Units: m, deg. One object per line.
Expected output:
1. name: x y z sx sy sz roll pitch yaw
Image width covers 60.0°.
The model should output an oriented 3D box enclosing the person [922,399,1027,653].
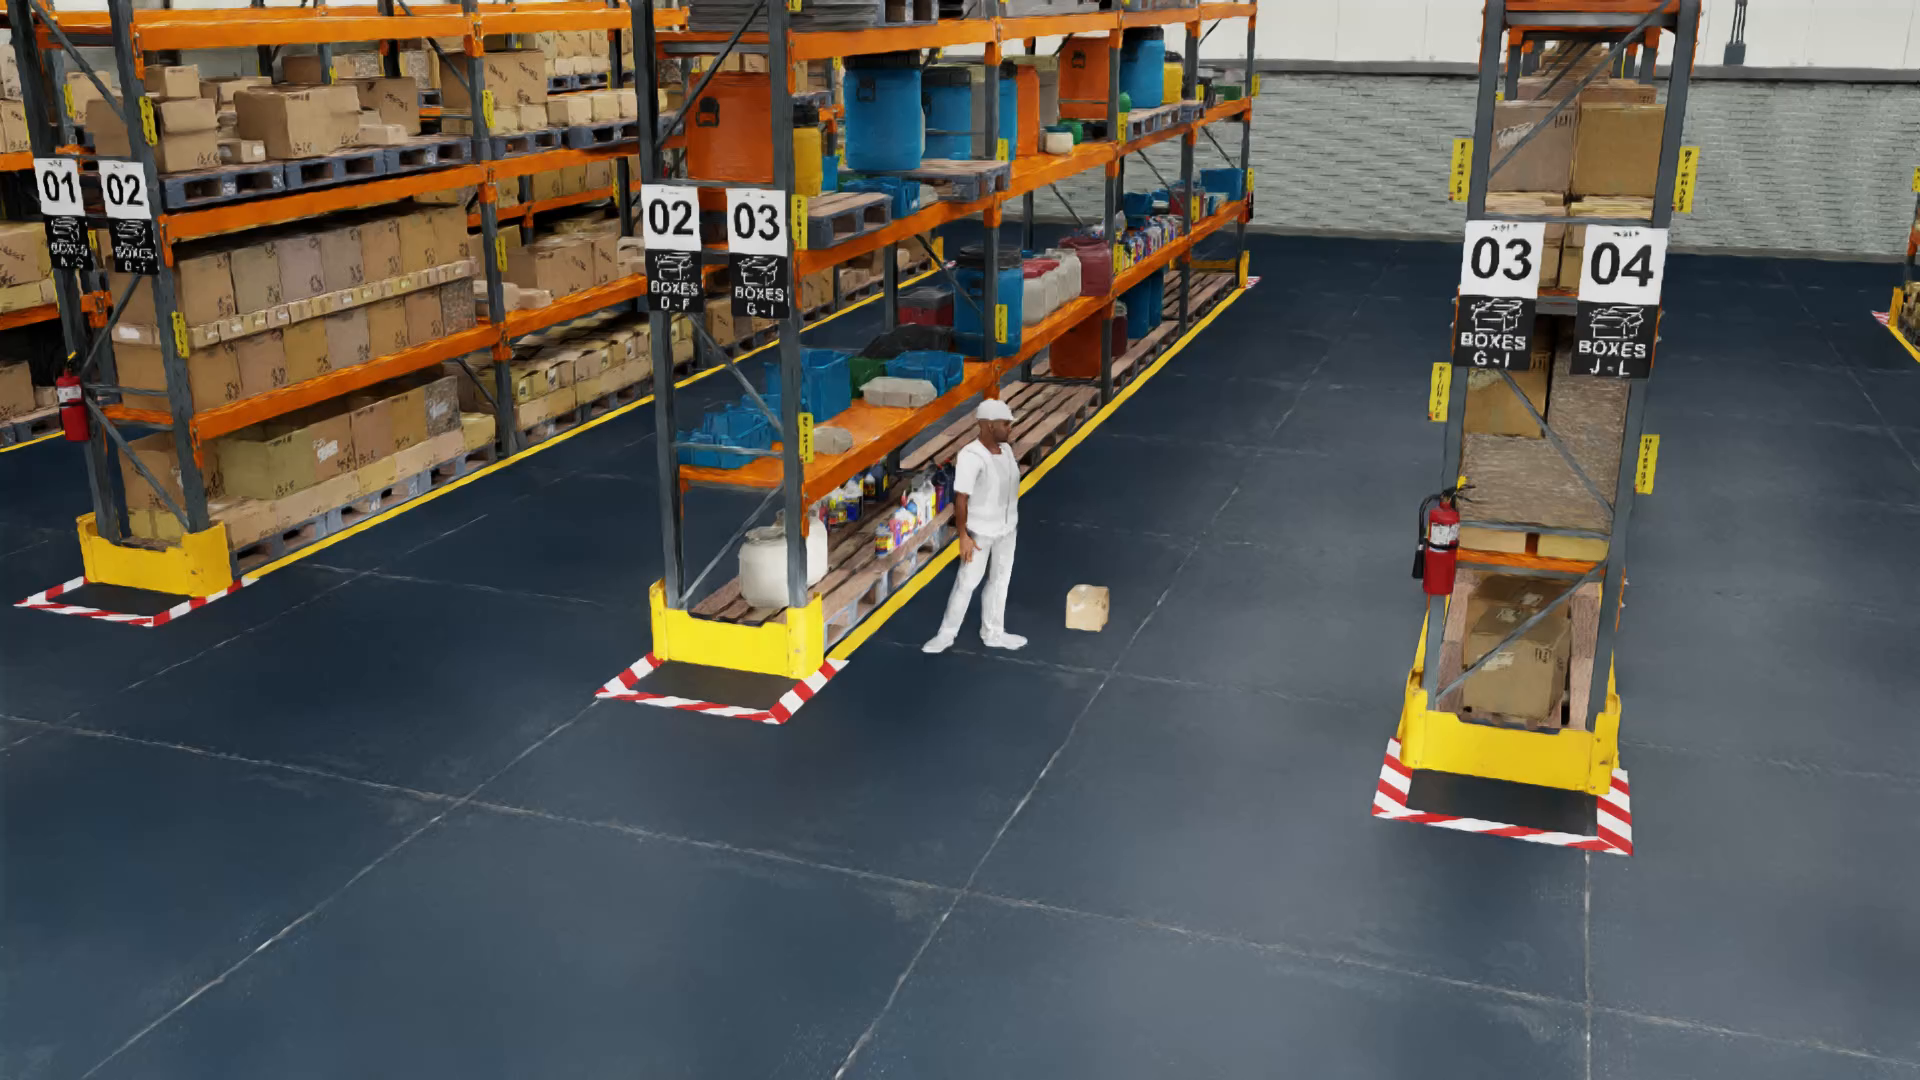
1. person: 0.104 -0.072 11.246 0.474 1.772 0.706 16 24 39
